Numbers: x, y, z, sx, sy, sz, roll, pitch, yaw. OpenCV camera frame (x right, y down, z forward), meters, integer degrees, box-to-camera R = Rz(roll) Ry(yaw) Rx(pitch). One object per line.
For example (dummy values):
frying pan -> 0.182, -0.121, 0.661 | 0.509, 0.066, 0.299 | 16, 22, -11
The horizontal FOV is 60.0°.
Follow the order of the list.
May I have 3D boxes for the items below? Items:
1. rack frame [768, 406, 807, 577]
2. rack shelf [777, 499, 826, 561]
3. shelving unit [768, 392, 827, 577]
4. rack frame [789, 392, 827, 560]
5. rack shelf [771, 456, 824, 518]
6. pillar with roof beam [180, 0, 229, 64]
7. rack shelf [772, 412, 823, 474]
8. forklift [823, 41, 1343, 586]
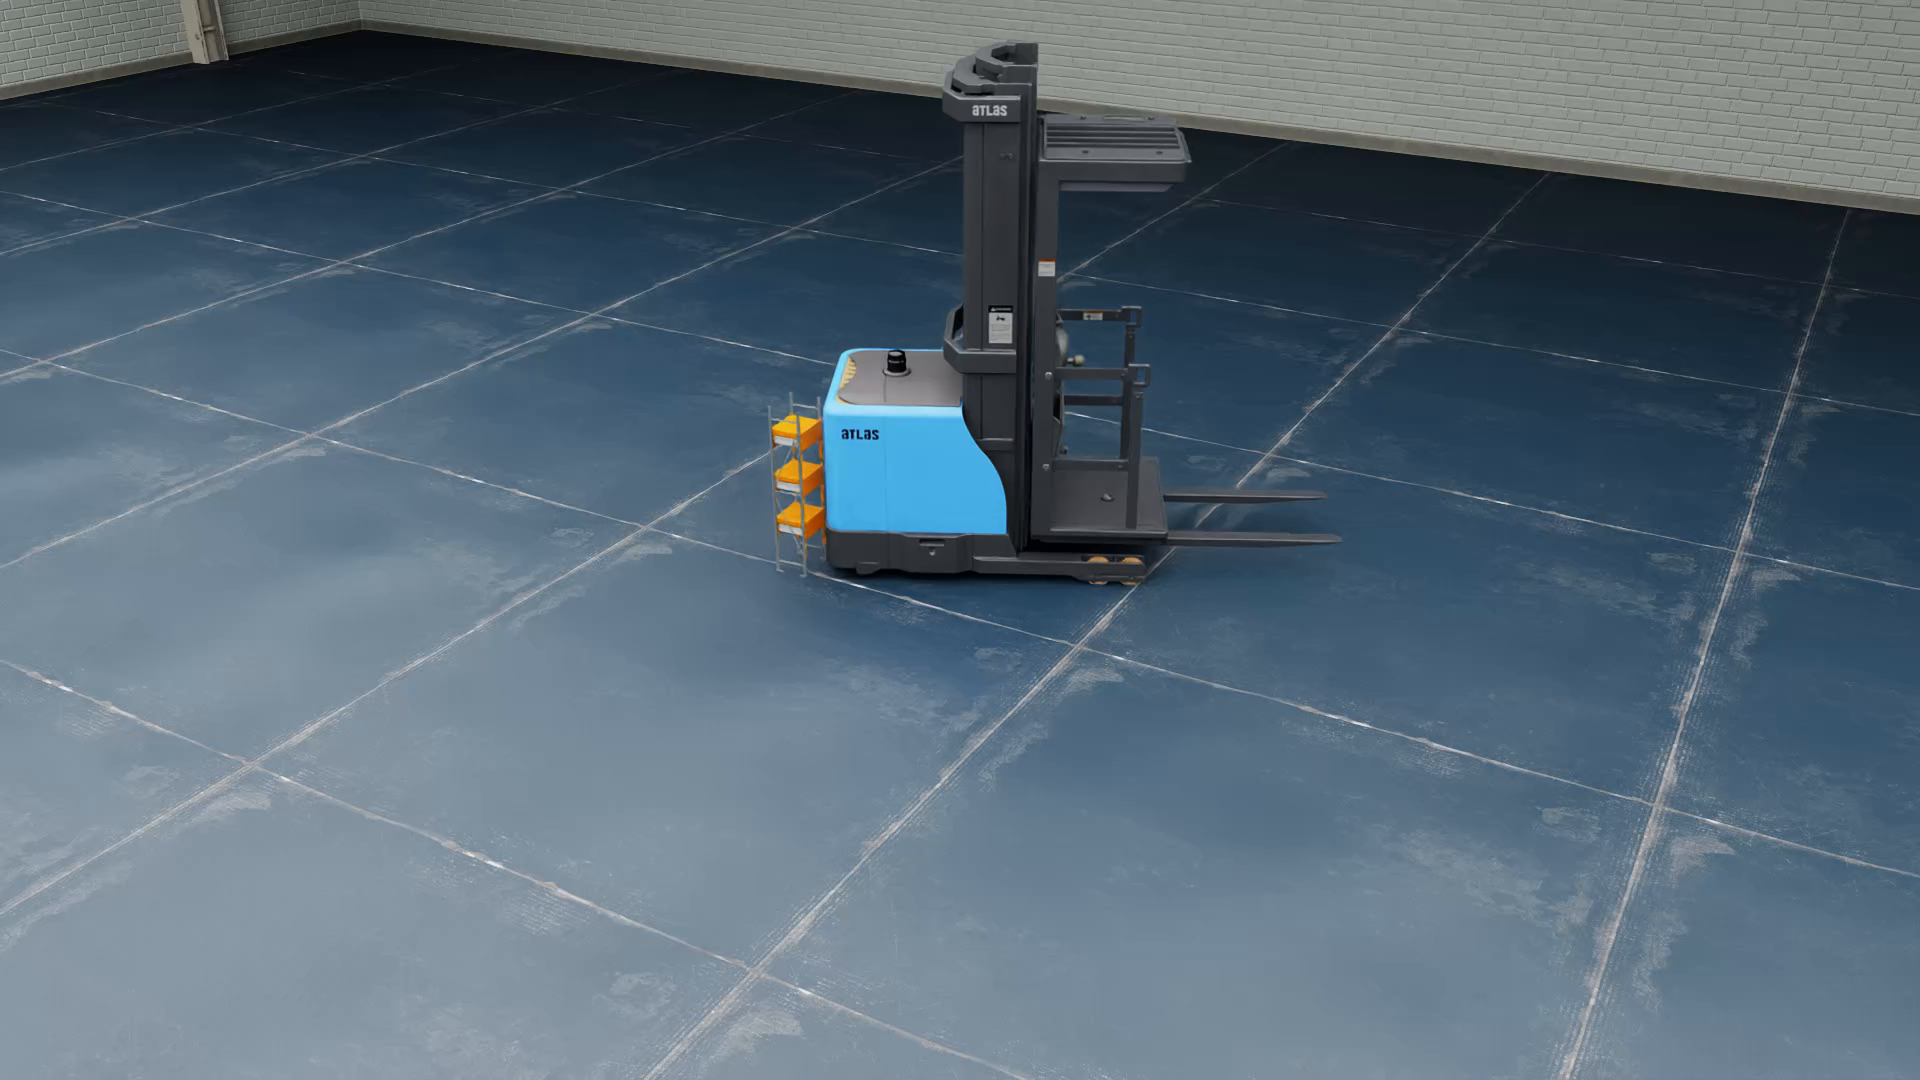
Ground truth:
rack frame -> -0.996, -0.270, 9.616 | 0.200, 1.050, 0.008 | 12, 29, 22
rack shelf -> -0.945, -0.062, 9.845 | 0.215, 0.259, 0.240 | 12, 29, 22
shelving unit -> -0.945, -0.320, 9.715 | 0.215, 1.050, 0.252 | 12, 29, 22
rack frame -> -0.894, -0.369, 9.815 | 0.200, 1.050, 0.008 | 12, 29, 22
rack shelf -> -0.945, -0.310, 9.720 | 0.215, 0.259, 0.240 | 12, 29, 22
pillar with roof beam -> -7.132, -10.036, 20.246 | 9.100, 9.000, 0.400 | 14, 30, 26
rack shelf -> -0.945, -0.564, 9.593 | 0.215, 0.259, 0.240 | 12, 29, 22
forklift -> 0.746, -1.285, 9.543 | 3.031, 2.935, 1.130 | 1, 27, 3
